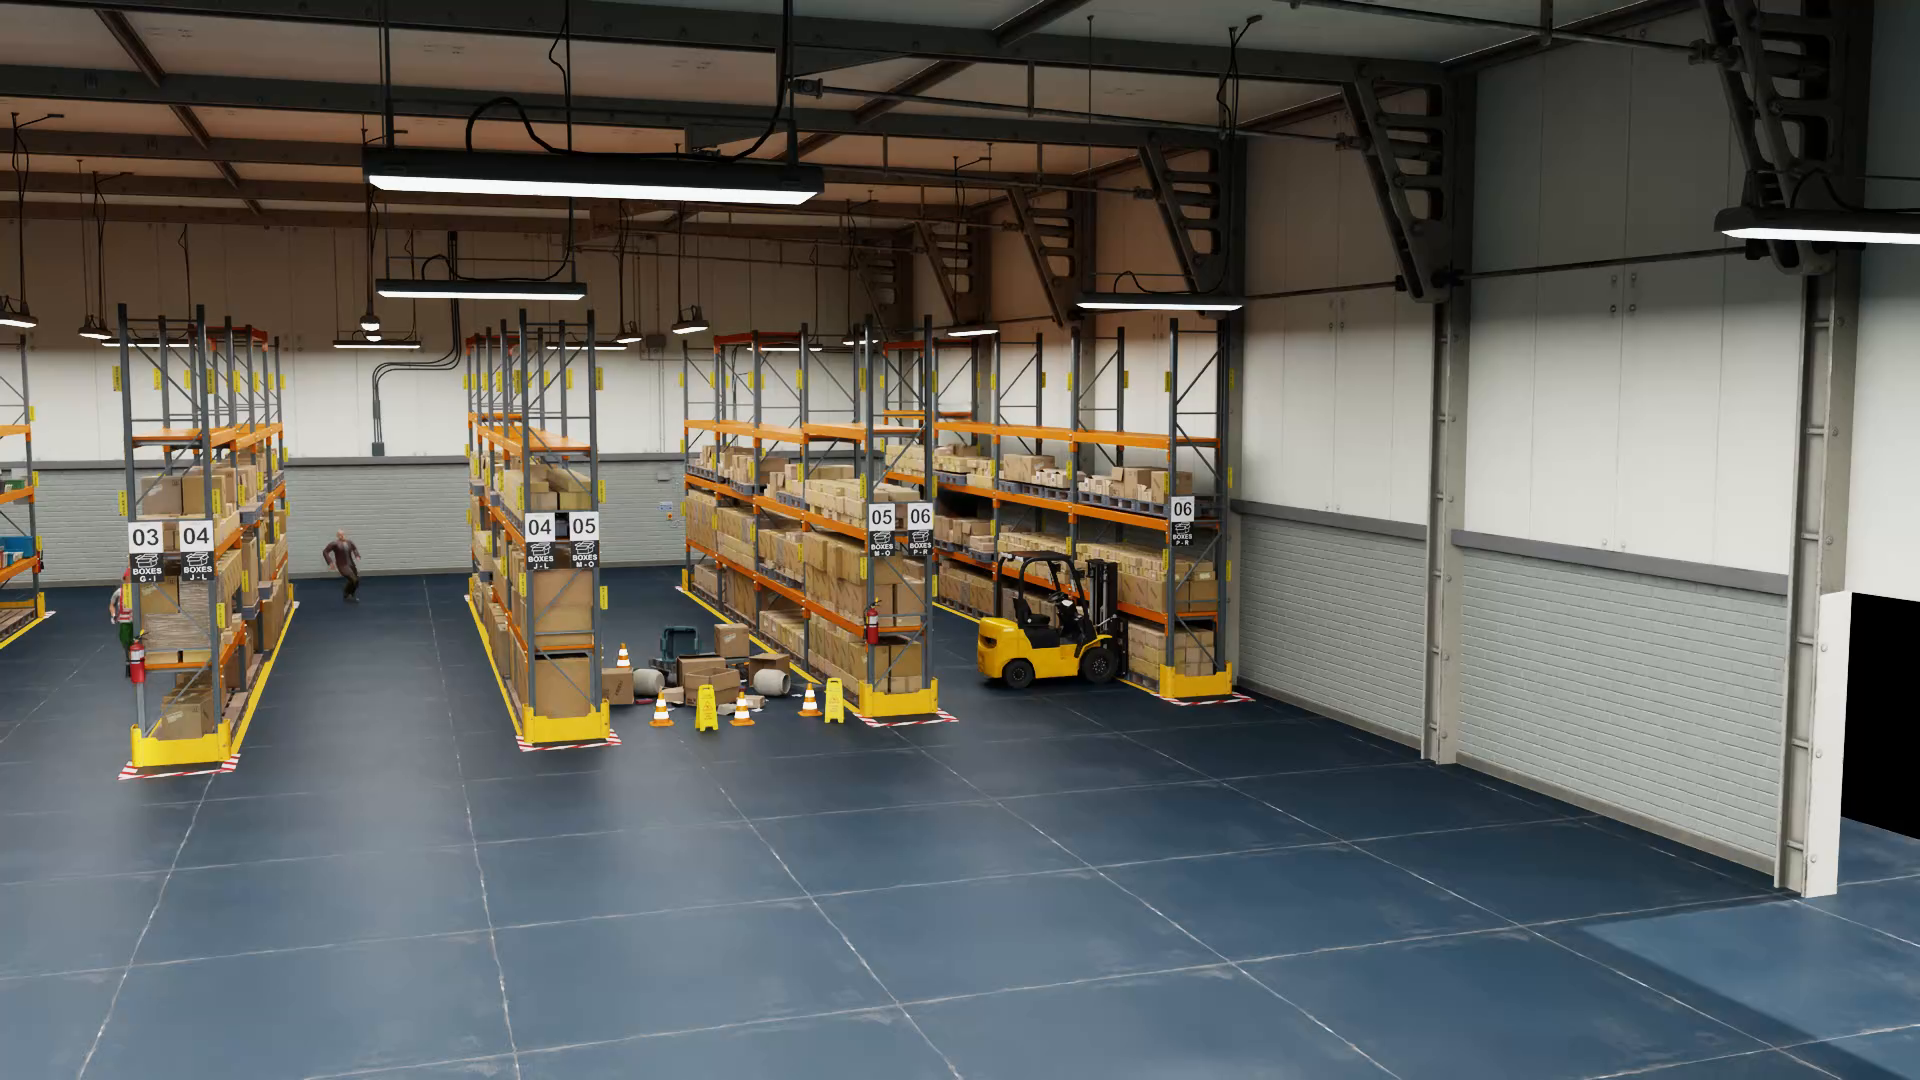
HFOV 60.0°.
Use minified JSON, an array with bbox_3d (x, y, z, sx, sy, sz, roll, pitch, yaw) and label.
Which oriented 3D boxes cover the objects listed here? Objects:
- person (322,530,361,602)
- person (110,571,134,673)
[{"bbox_3d":[-13.929,0.603,37.634,0.645,1.678,0.815,3,6,26],"label":"person"},{"bbox_3d":[-14.351,1.408,28.816,0.660,1.749,0.700,-2,6,-24],"label":"person"}]
